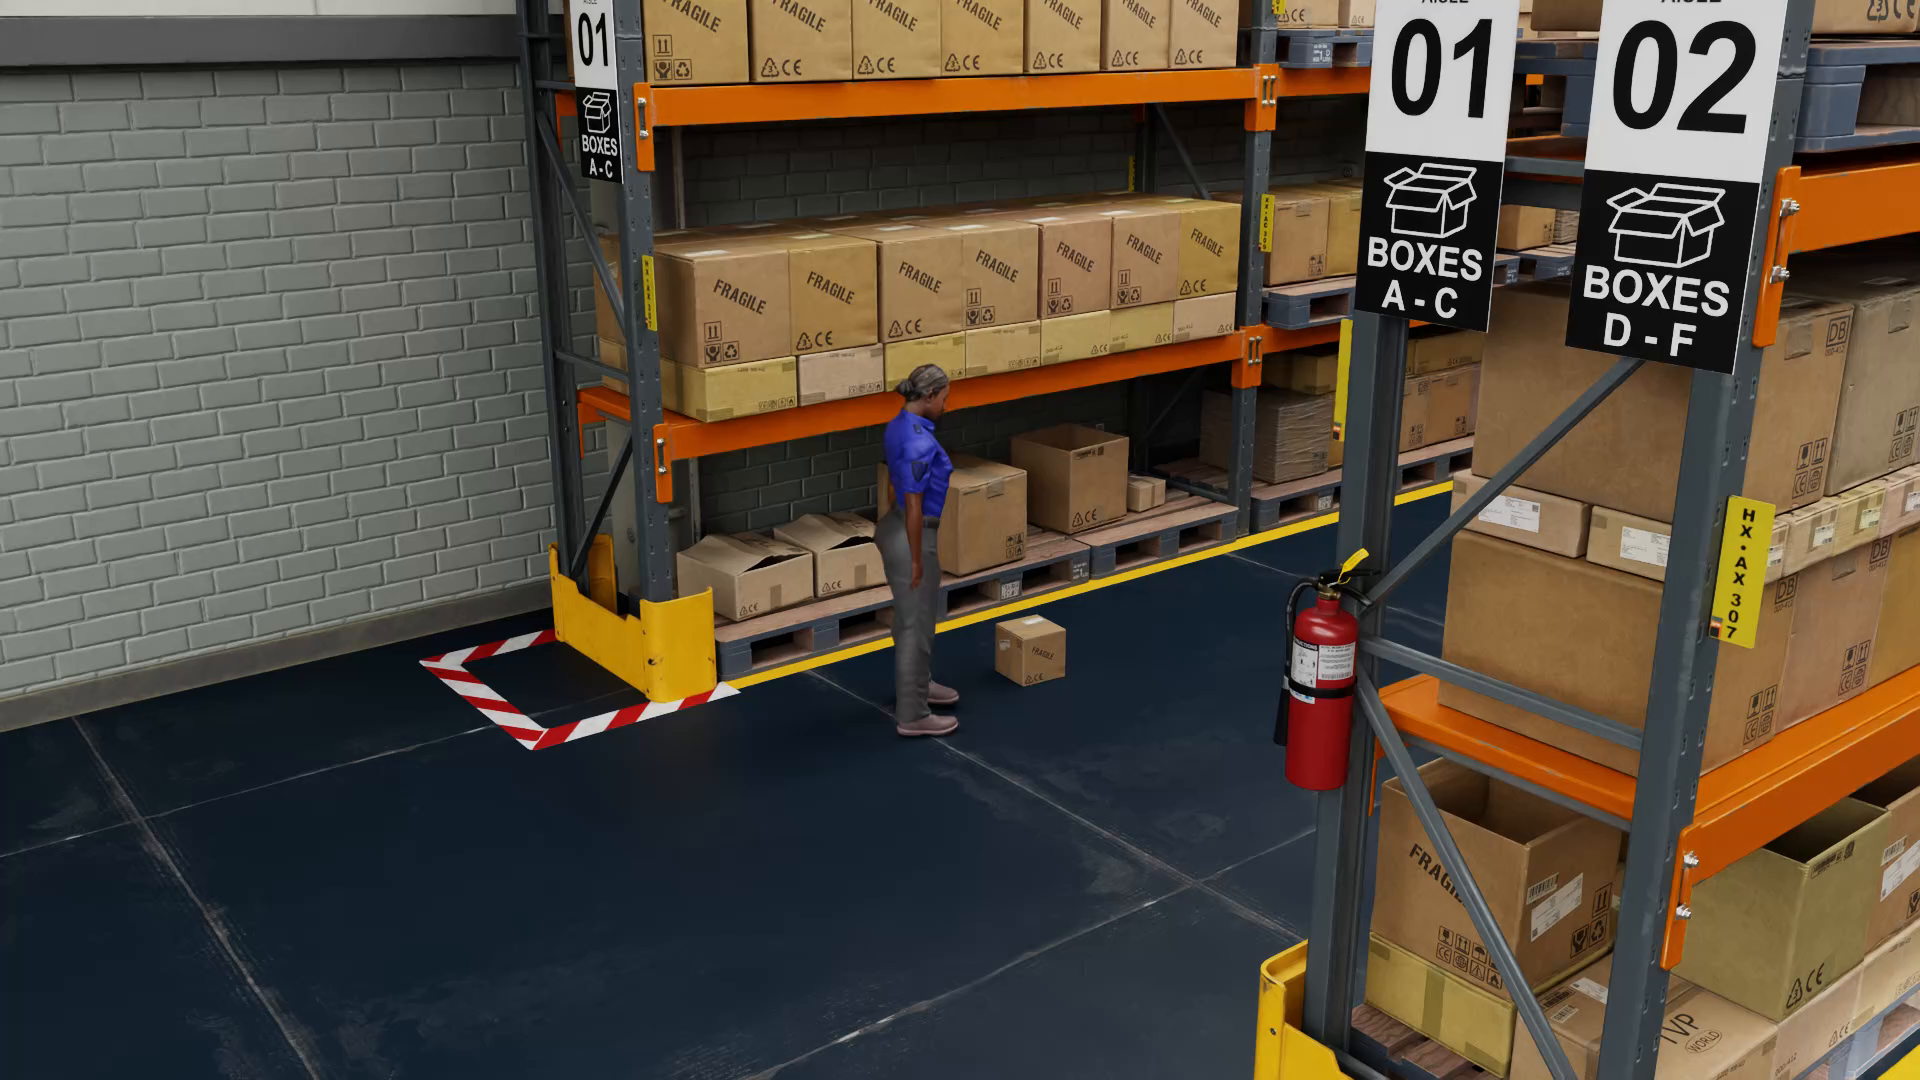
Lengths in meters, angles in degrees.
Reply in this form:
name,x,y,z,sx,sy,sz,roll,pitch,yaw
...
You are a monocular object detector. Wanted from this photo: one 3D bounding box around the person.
name,x,y,z,sx,sy,sz,roll,pitch,yaw
person,-0.178,0.027,7.466,0.398,1.646,0.515,-5,19,-15
